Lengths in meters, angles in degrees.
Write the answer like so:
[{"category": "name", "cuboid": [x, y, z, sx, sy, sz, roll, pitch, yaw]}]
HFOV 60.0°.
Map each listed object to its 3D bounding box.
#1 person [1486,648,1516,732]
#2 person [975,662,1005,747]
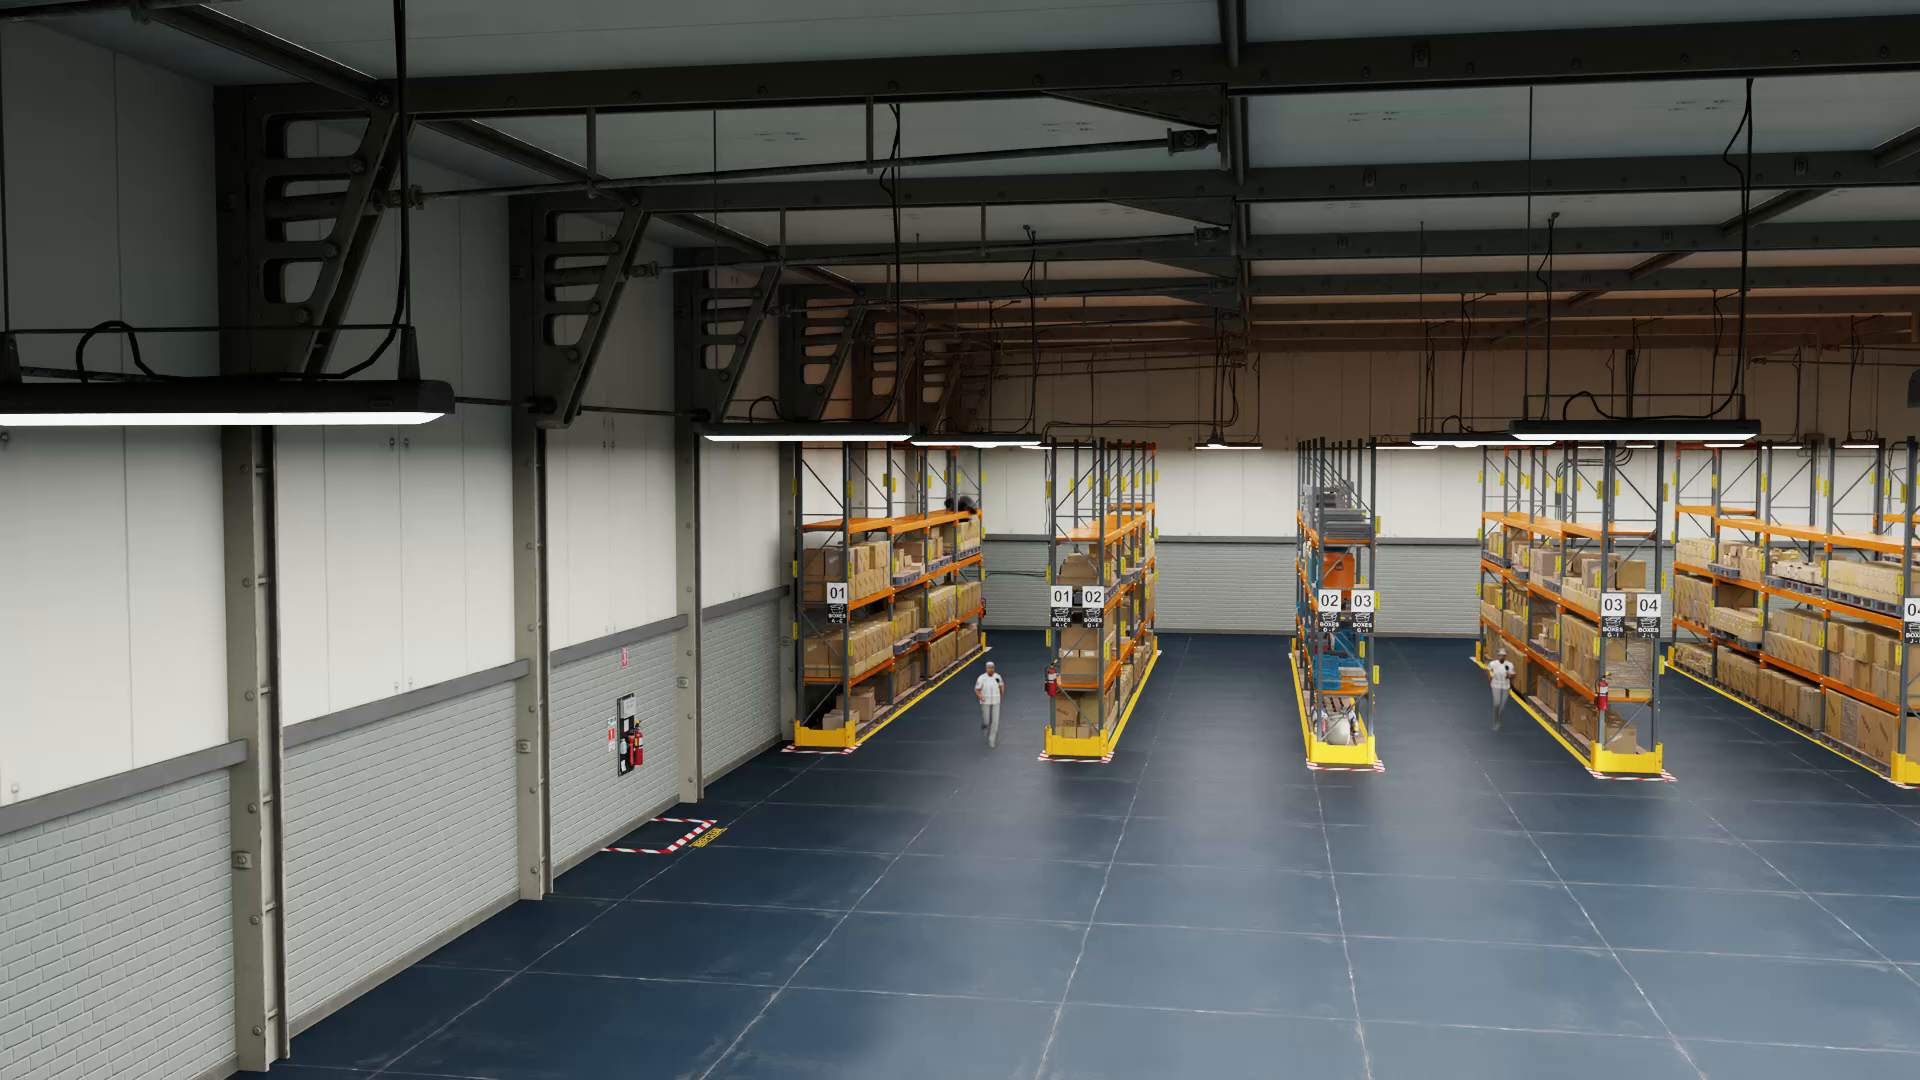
[{"category": "person", "cuboid": [11.144, 3.080, 34.251, 0.554, 1.739, 0.792, 0, 3, 8]}, {"category": "person", "cuboid": [0.589, 3.211, 32.564, 0.615, 1.651, 0.729, -1, 3, -10]}]
